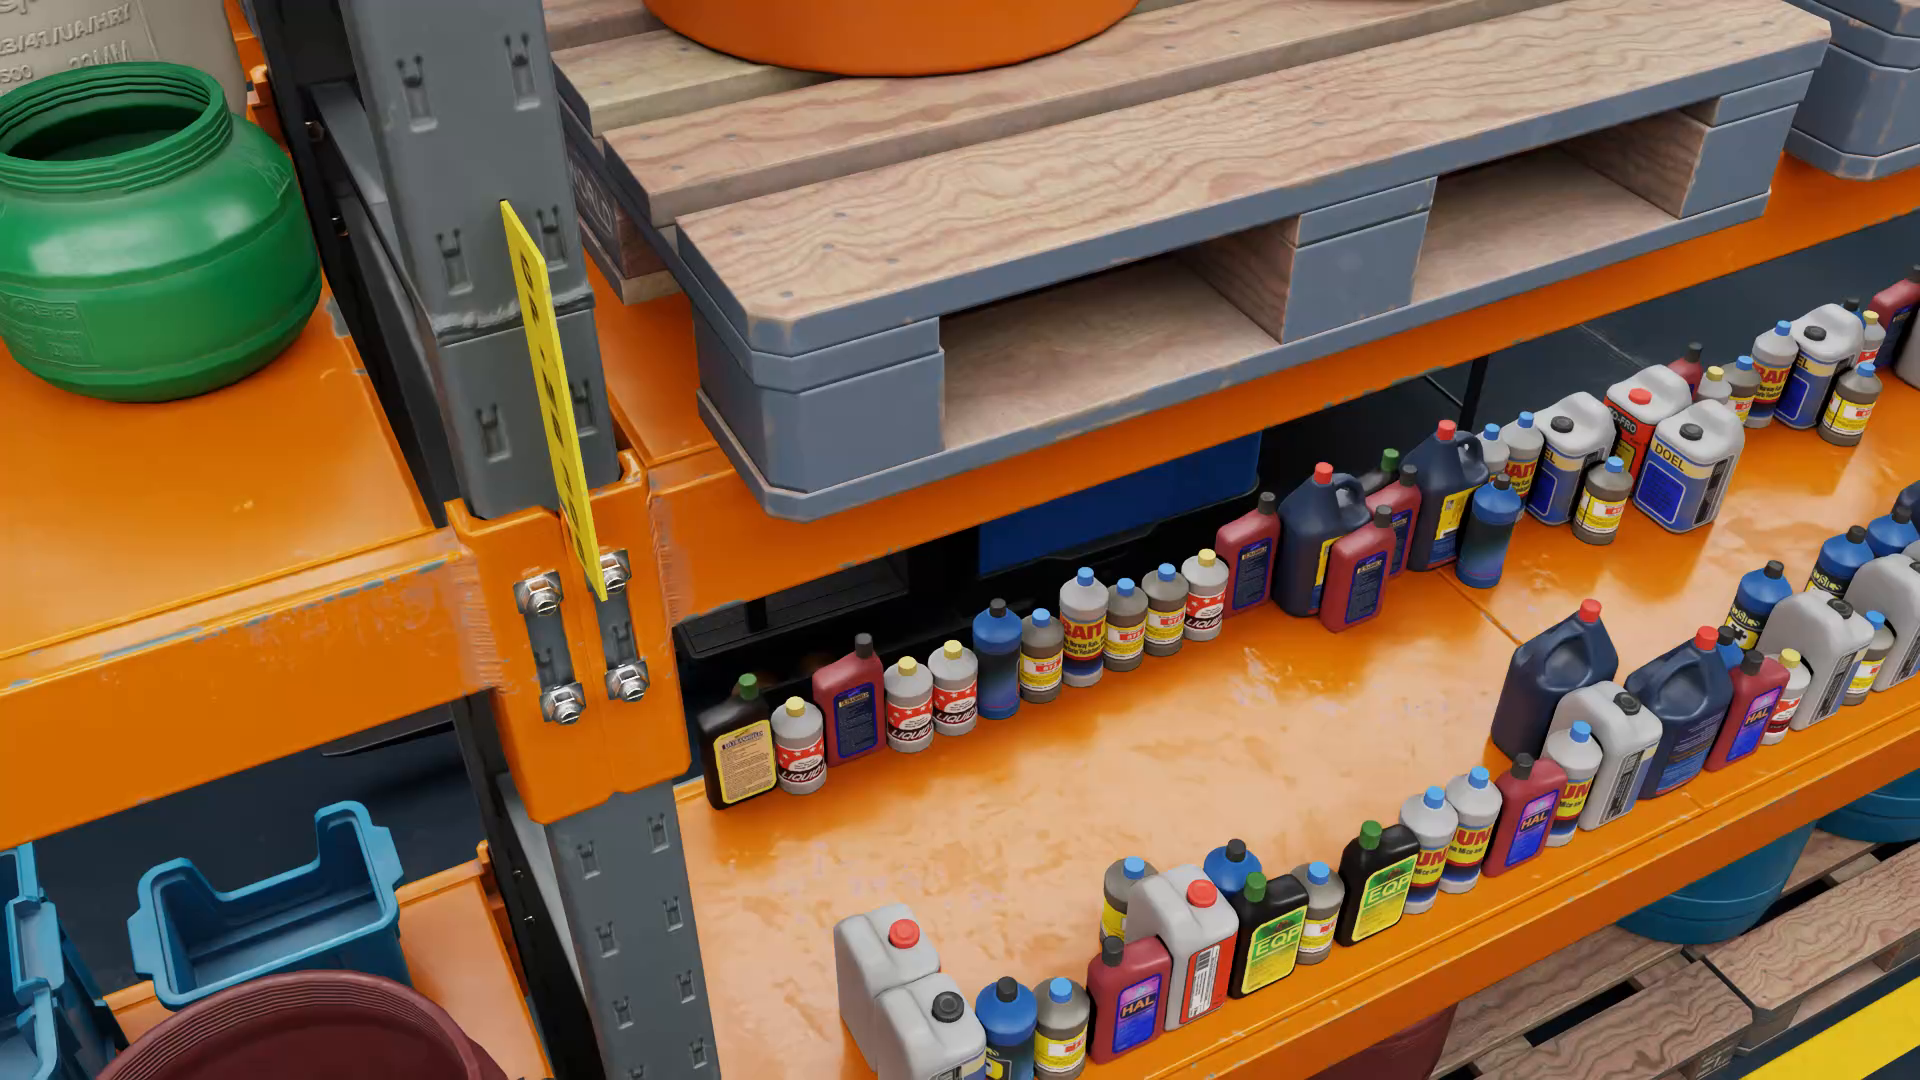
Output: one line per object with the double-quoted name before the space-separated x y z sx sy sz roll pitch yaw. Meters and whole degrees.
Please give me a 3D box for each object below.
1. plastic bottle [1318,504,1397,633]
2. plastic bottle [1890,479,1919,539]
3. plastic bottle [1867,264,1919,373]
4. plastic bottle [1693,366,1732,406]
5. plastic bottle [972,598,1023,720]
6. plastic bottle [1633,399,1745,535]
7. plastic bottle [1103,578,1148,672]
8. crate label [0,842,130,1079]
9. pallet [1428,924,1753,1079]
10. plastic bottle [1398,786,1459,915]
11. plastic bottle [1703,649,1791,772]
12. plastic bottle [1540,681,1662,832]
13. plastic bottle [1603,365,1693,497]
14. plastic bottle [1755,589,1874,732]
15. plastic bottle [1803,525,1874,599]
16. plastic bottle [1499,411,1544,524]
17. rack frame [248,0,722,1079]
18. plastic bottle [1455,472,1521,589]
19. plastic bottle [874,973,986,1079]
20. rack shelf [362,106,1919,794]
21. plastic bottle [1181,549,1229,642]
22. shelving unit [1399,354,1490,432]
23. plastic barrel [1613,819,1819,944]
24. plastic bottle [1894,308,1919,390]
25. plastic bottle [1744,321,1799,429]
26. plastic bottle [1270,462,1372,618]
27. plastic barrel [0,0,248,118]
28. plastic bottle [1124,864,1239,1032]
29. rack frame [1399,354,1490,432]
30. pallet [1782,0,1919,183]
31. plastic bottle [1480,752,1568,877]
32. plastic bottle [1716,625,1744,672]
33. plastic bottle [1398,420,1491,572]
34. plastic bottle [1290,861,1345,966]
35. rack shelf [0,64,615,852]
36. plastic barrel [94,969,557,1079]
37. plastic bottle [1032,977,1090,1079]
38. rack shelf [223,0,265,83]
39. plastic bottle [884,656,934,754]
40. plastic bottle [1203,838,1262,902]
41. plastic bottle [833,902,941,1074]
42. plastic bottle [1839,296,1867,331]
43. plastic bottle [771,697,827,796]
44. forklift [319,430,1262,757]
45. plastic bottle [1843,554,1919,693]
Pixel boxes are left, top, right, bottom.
"plastic bottle" 0.829 0.057 3.451 0.133 0.283 0.061 -19 44 -21
"plastic bottle" 2.076 -0.049 3.524 0.185 0.351 0.144 -19 44 -21
"plastic bottle" 2.330 -0.553 4.172 0.133 0.283 0.061 -19 44 -21
"plastic bottle" 1.771 -0.320 3.961 0.097 0.201 0.097 0 40 0
"plastic bottle" 0.073 0.224 3.263 0.097 0.271 0.097 0 40 0
"plastic bottle" 1.633 -0.172 3.727 0.135 0.276 0.152 -19 44 -21
"plastic bottle" 0.332 0.164 3.388 0.097 0.201 0.097 0 40 0
"crate label" -1.583 0.819 2.433 0.616 0.435 0.502 -19 44 -21
"pallet" 1.183 1.135 4.246 1.213 0.211 1.003 -19 44 -21
"plastic bottle" 0.805 0.531 2.901 0.097 0.271 0.097 0 40 0
"plastic bottle" 1.490 0.309 3.153 0.133 0.283 0.061 -19 44 -21
"plastic bottle" 1.186 0.381 3.074 0.135 0.276 0.152 -19 44 -21
"plastic bottle" 1.563 -0.259 3.830 0.135 0.276 0.152 -19 44 -21
"plastic bottle" 1.674 0.217 3.268 0.135 0.276 0.152 -19 44 -21
"plastic bottle" 1.806 0.083 3.429 0.097 0.271 0.097 0 40 0
"plastic bottle" 1.242 -0.169 3.727 0.097 0.271 0.097 0 40 0
"rack frame" -0.577 0.691 2.611 0.127 3.000 1.000 -19 44 -21
"plastic bottle" 1.136 -0.028 3.561 0.097 0.271 0.097 0 40 0
"plastic bottle" -0.044 0.795 2.585 0.135 0.276 0.152 -19 44 -21
"rack shelf" 1.197 -0.776 2.580 4.000 0.370 1.077 -19 44 -21
"plastic bottle" 0.504 0.106 3.457 0.097 0.201 0.097 0 40 0
"shelving unit" 1.321 -0.958 5.721 1.048 1.500 0.538 -17 43 -19
"plastic barrel" 1.852 0.502 4.134 0.708 0.901 0.600 -19 44 -21
"plastic bottle" 2.473 -0.552 4.119 0.185 0.351 0.144 -19 44 -21
"plastic bottle" 1.944 -0.405 4.007 0.097 0.271 0.097 0 40 0
"plastic bottle" 0.759 -0.020 3.490 0.185 0.351 0.144 -19 44 -21
"plastic barrel" -0.994 -0.579 1.704 0.421 0.512 0.421 0 40 0
"plastic bottle" 0.366 0.657 2.748 0.135 0.276 0.152 -19 44 -21
"rack frame" 1.782 -1.098 5.886 0.032 1.500 0.500 -17 43 -19
"pallet" 1.316 -0.945 2.369 1.213 0.211 1.003 -19 44 -21
"plastic bottle" 1.002 0.473 2.959 0.133 0.283 0.061 -19 44 -21
"plastic bottle" 1.437 0.274 3.204 0.097 0.271 0.097 0 40 0
"plastic bottle" 1.041 -0.115 3.602 0.185 0.351 0.144 -19 44 -21
"plastic bottle" 0.600 0.627 2.842 0.097 0.201 0.097 0 40 0
"rack shelf" -2.351 0.418 1.170 4.000 0.370 1.077 -19 44 -21
"plastic barrel" -0.849 0.952 2.199 0.708 0.536 0.600 -19 44 -21
"plastic bottle" 0.158 0.775 2.666 0.097 0.201 0.097 0 40 0
"rack shelf" -1.088 -2.470 6.904 4.000 0.370 1.077 -19 44 -21
"plastic bottle" -0.100 0.309 3.217 0.097 0.201 0.097 0 40 0
"plastic bottle" 0.454 0.605 2.813 0.097 0.271 0.097 0 40 0
"plastic bottle" -0.114 0.708 2.688 0.135 0.276 0.152 -19 44 -21
"plastic bottle" 2.150 -0.474 4.088 0.097 0.271 0.097 0 40 0
"plastic bottle" -0.305 0.378 3.135 0.097 0.201 0.097 0 40 0
"forklift" -0.566 -0.948 4.601 3.031 2.935 1.130 -17 43 -19
"plastic bottle" 1.880 0.148 3.350 0.135 0.276 0.152 -19 44 -21
